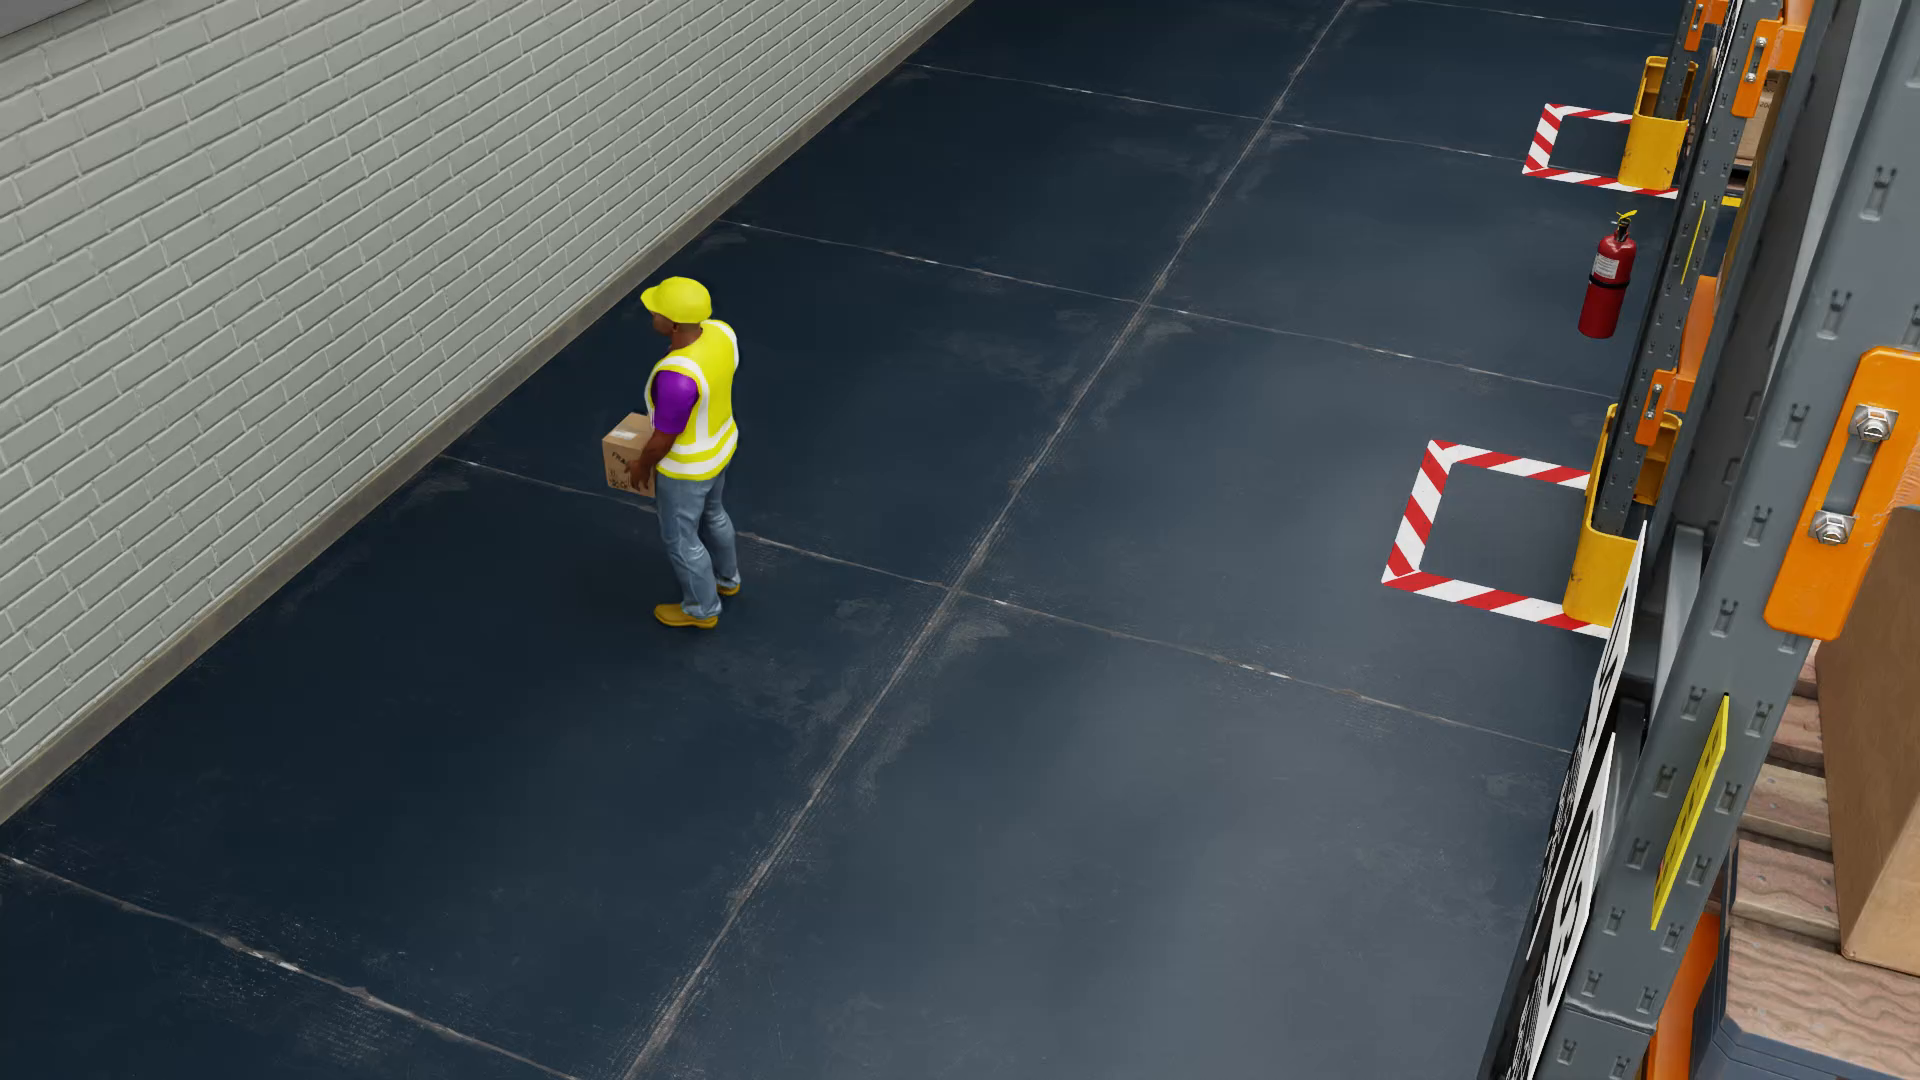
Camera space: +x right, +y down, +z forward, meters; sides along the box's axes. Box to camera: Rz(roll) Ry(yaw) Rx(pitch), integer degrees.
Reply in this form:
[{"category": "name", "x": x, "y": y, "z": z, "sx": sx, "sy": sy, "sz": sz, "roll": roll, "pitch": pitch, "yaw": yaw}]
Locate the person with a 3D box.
[{"category": "person", "x": -1.219, "y": -0.377, "z": 7.292, "sx": 0.481, "sy": 1.771, "sz": 0.581, "roll": 11, "pitch": 39, "yaw": 14}]
